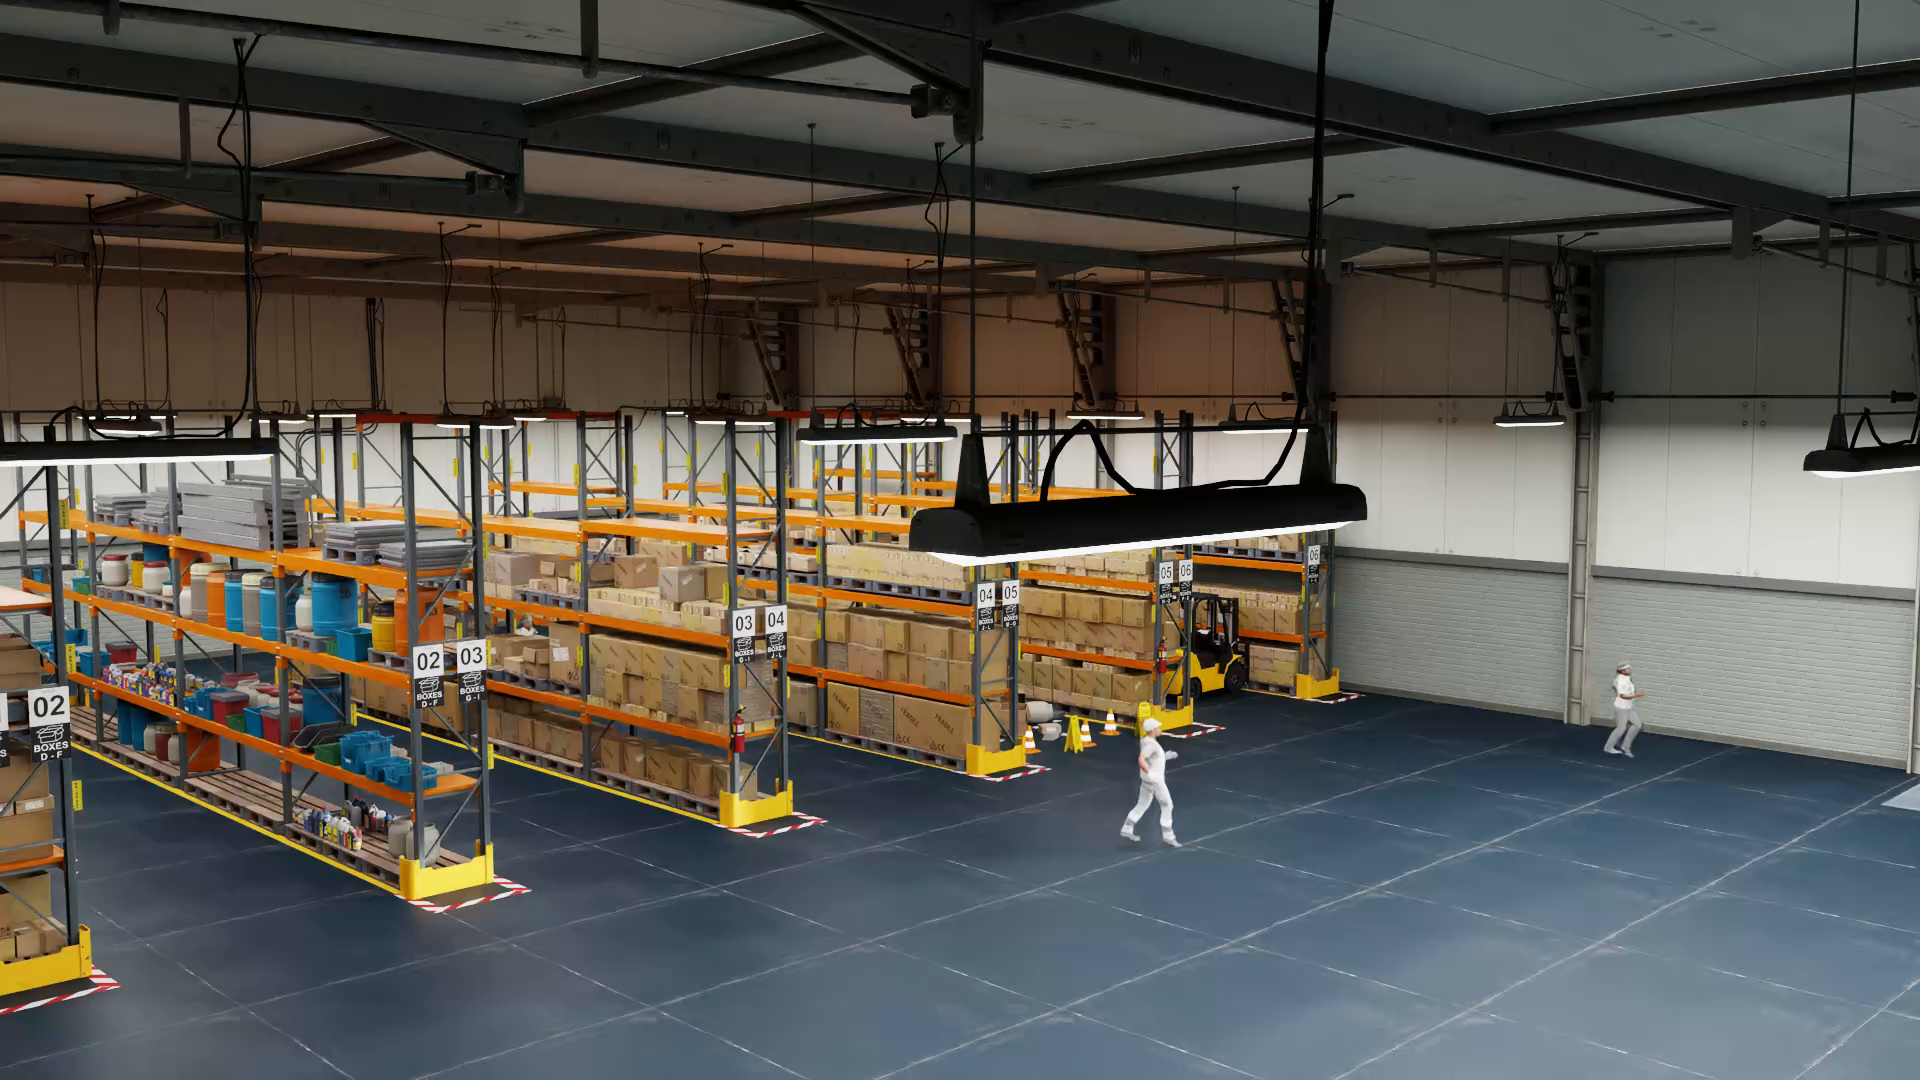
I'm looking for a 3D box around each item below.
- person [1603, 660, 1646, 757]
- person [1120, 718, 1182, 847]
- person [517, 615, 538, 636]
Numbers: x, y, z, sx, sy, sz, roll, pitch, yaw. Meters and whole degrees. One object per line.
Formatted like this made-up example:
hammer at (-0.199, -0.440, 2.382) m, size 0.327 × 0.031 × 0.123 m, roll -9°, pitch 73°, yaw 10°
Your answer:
person at (11.660, 2.968, 29.130) m, size 0.672 × 1.737 × 0.554 m, roll 3°, pitch 6°, yaw 32°
person at (2.679, 3.401, 23.276) m, size 0.858 × 1.833 × 0.653 m, roll -1°, pitch 5°, yaw -12°
person at (-8.973, 2.456, 34.599) m, size 0.713 × 1.796 × 0.636 m, roll 3°, pitch 6°, yaw 34°
